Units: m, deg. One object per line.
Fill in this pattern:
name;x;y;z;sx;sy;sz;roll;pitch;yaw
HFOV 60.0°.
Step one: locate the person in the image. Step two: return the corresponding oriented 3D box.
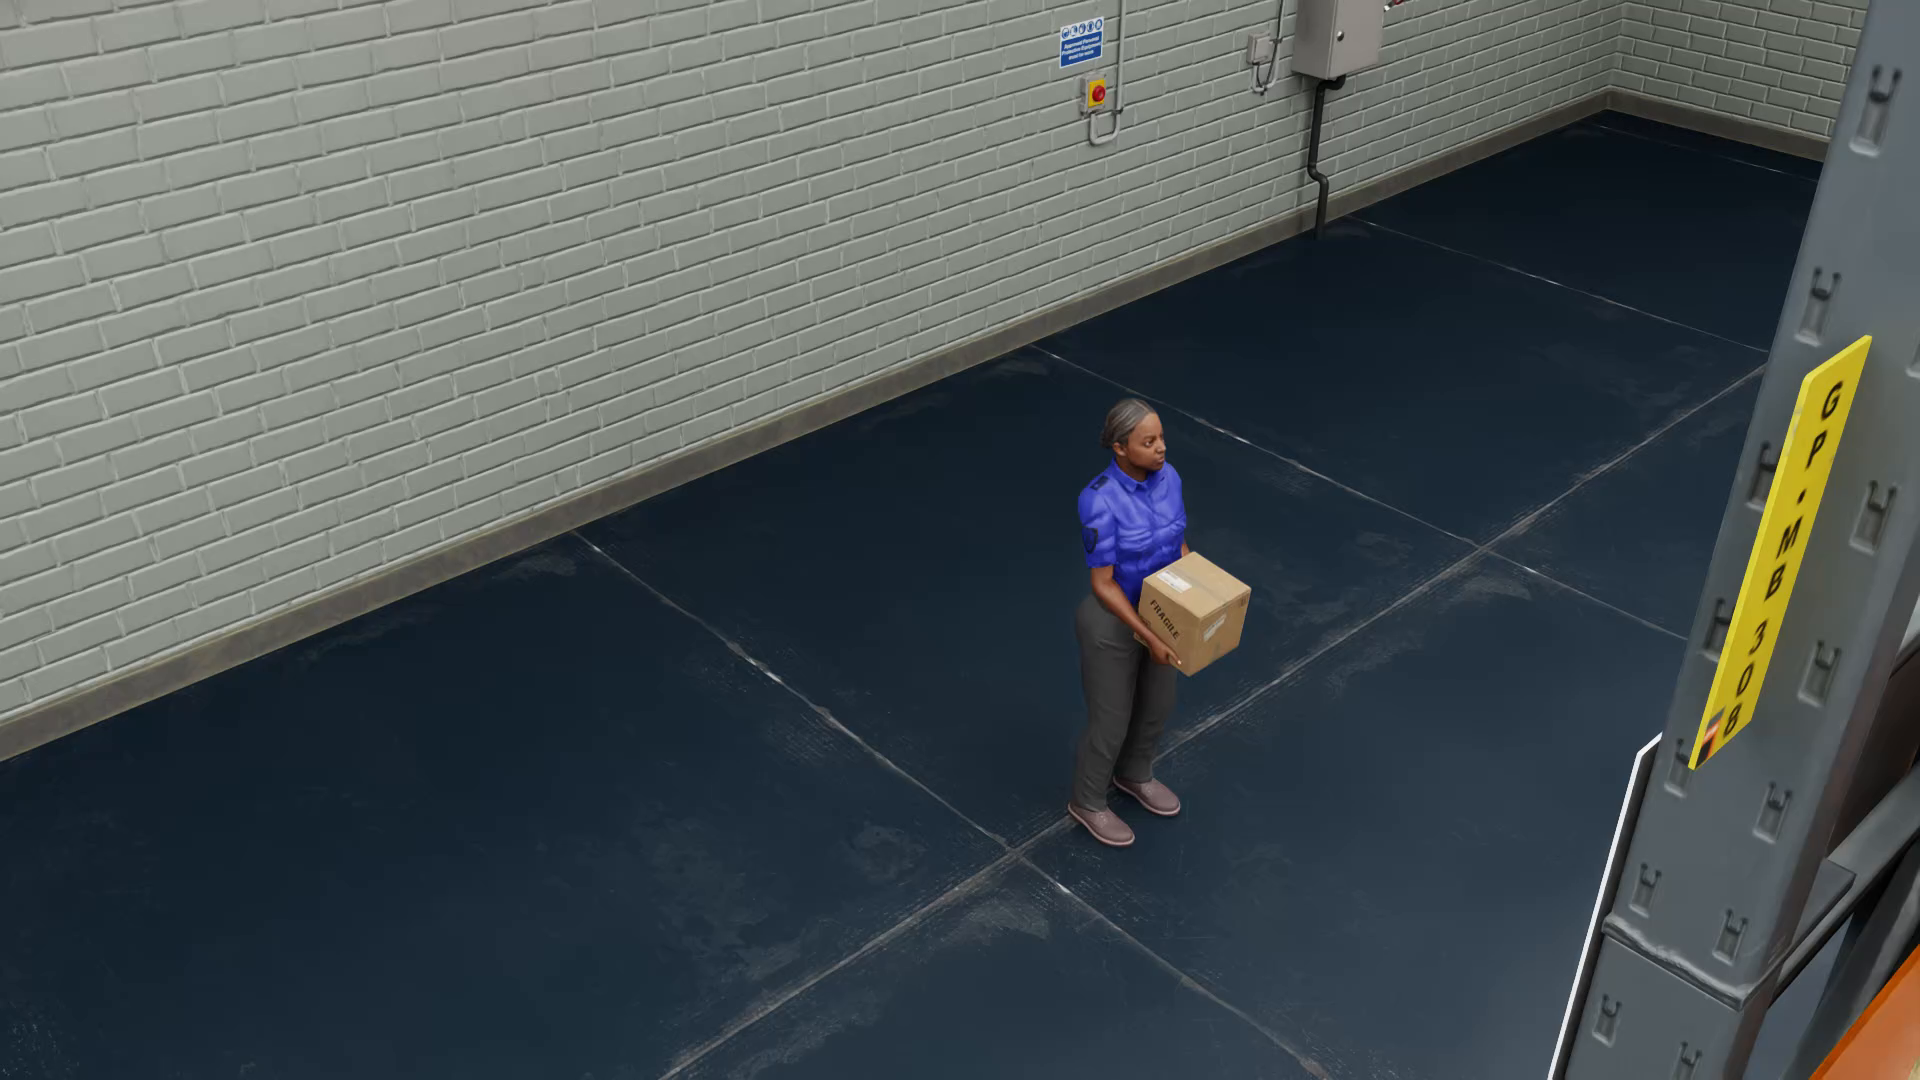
person;0.637;0.317;5.642;0.450;1.646;0.522;-26;40;-35
